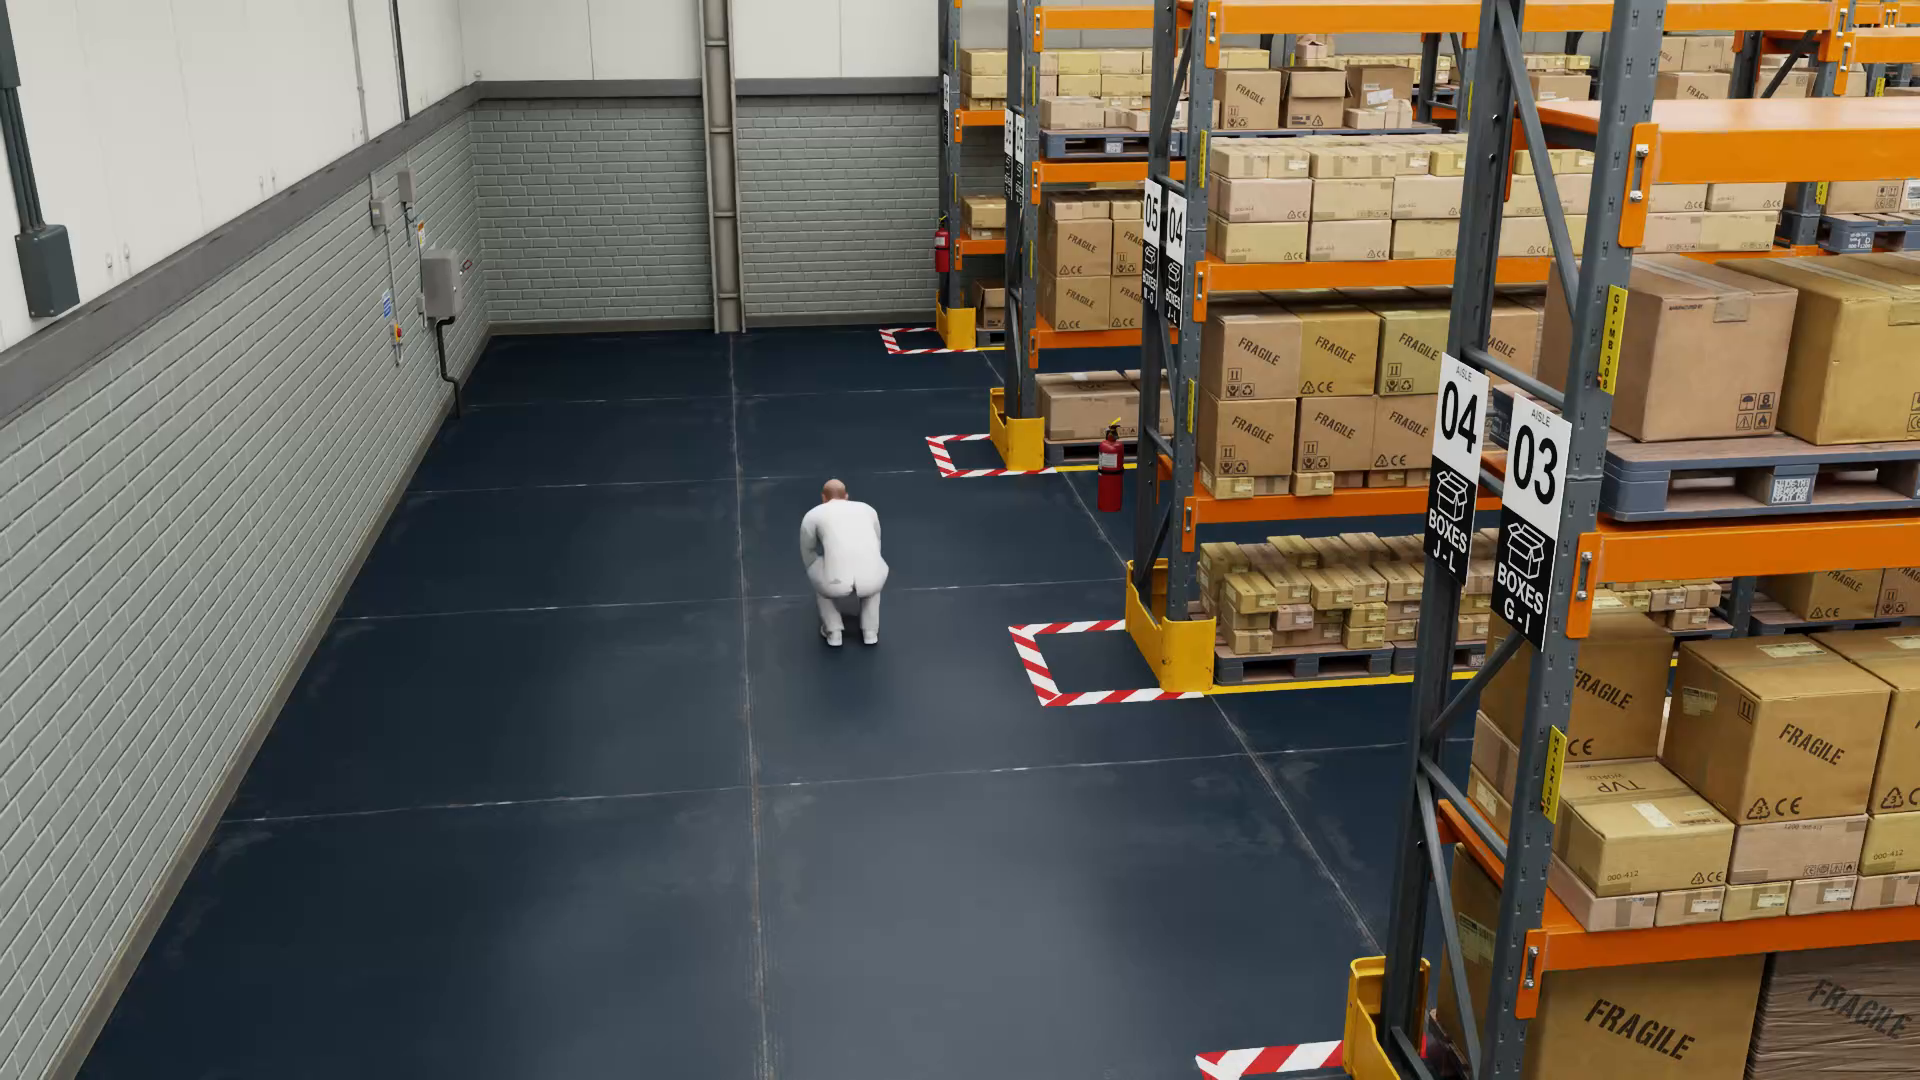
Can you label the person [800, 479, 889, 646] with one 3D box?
[{"bbox_3d":[-0.813,0.165,11.747,0.611,1.029,0.899,-3,20,-8],"label":"person"}]
